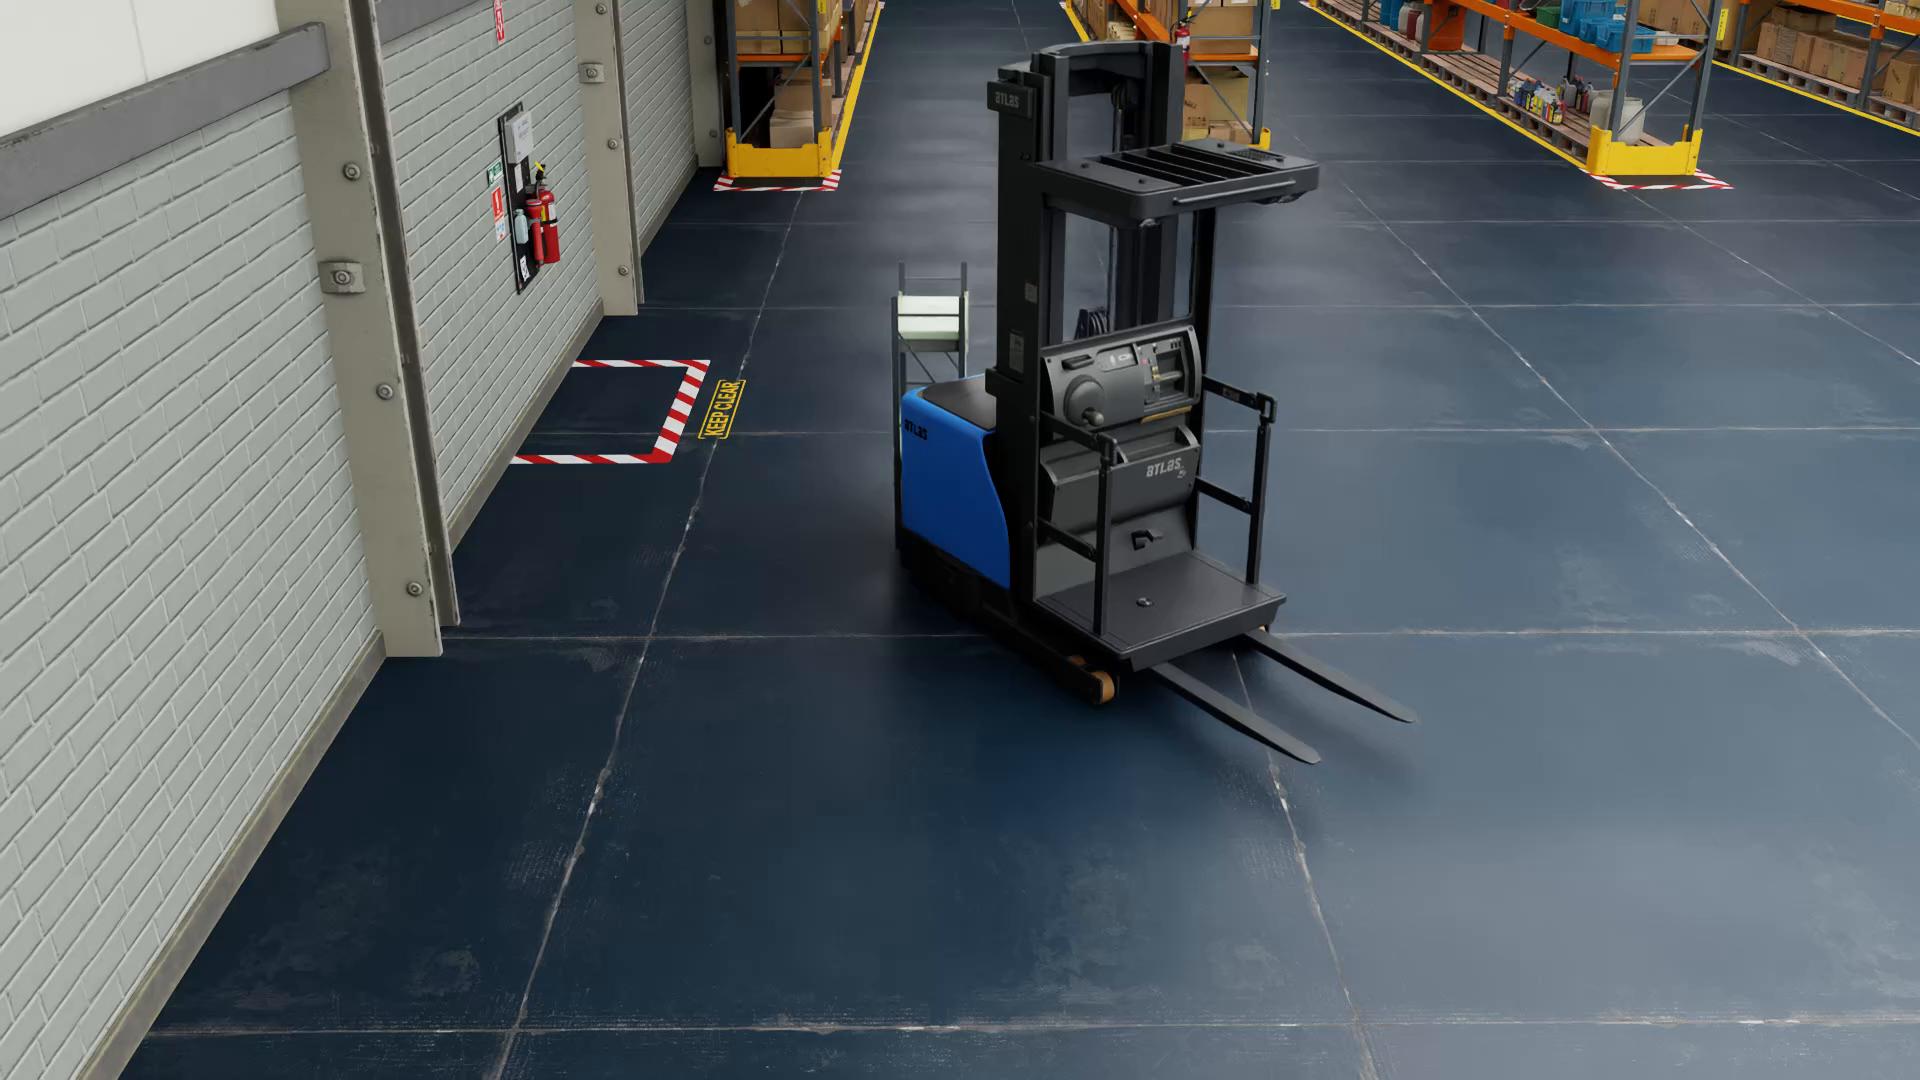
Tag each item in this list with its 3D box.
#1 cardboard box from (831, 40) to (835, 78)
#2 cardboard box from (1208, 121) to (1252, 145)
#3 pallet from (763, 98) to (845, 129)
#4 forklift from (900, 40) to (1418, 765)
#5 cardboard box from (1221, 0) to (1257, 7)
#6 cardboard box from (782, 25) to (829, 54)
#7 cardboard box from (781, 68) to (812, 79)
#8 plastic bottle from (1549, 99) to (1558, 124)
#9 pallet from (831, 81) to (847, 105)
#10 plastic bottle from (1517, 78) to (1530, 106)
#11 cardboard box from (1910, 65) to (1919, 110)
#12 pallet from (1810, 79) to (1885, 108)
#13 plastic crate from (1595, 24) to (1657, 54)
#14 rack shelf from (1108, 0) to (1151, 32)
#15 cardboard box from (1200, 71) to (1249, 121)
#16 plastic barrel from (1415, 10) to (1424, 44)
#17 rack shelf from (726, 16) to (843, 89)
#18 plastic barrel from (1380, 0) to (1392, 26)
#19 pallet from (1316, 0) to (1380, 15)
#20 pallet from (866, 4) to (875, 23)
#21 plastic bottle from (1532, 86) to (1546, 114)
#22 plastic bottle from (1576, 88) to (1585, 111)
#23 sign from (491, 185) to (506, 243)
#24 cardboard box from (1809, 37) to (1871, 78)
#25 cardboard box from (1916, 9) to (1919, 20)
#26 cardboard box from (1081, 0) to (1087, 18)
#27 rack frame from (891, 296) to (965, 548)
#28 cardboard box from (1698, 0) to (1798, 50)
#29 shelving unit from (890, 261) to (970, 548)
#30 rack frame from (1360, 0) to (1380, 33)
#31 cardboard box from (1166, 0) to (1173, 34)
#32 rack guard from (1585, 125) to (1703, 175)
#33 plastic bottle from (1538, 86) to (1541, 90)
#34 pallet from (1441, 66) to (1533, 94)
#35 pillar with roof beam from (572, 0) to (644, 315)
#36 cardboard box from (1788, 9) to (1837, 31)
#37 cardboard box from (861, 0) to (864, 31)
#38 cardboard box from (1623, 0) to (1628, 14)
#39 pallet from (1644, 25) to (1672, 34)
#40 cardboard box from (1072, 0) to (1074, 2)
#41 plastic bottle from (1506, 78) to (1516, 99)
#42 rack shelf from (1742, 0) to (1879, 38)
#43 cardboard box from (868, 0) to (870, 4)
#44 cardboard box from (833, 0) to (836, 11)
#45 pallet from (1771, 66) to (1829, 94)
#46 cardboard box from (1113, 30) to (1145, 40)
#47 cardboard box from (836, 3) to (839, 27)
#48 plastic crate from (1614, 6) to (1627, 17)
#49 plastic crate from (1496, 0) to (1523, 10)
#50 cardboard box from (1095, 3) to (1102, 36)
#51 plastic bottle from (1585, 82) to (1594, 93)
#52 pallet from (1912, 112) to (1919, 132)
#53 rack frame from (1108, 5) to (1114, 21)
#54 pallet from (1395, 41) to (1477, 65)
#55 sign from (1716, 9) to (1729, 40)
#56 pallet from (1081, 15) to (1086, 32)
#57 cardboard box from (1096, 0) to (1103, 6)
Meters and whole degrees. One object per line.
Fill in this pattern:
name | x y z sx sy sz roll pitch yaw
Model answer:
cardboard box | -2.144 -6.953 23.984 0.700 0.500 0.500 0 24 0
cardboard box | 3.115 -4.702 19.333 0.500 0.250 0.500 0 24 -1
pallet | -2.056 -5.618 21.917 1.003 0.211 1.213 0 24 -1
forklift | 0.918 -0.768 7.890 1.130 2.935 3.031 -16 29 -31
cardboard box | 3.110 -6.045 18.567 0.380 0.149 0.250 0 24 -1
cardboard box | -1.742 -5.661 18.784 0.500 0.250 0.500 -1 24 -2
cardboard box | -2.047 -5.800 21.433 0.500 0.500 0.500 -2 24 -5
plastic bottle | 7.374 -5.328 20.652 0.061 0.283 0.133 0 24 1
pallet | -2.108 -6.216 23.237 1.003 0.211 1.213 0 24 -1
plastic bottle | 7.402 -5.869 21.768 0.144 0.351 0.185 0 24 1
cardboard box | 12.739 -5.884 21.643 0.500 0.500 0.500 8 25 16
pallet | 12.751 -6.283 23.385 1.003 0.211 1.213 0 24 -1
plastic crate | 7.547 -5.699 18.891 0.499 0.251 0.616 0 24 -1
rack shelf | 2.833 -7.686 23.976 1.077 0.370 4.000 0 24 -1
cardboard box | 3.108 -5.249 19.634 0.500 0.500 0.500 0 24 -1
plastic barrel | 7.647 -8.350 27.081 0.421 0.512 0.421 0 24 0
rack shelf | -2.076 -6.014 20.279 1.077 0.370 4.000 0 24 -1
plastic barrel | 7.710 -9.518 29.191 0.600 0.901 0.708 0 24 -1
pallet | 7.647 -10.544 32.808 1.003 0.211 1.213 0 24 -1
pallet | -2.132 -10.009 31.625 1.003 0.211 1.213 0 24 -1
plastic bottle | 7.409 -5.616 21.208 0.144 0.351 0.185 0 24 -1
plastic bottle | 8.007 -5.686 21.444 0.061 0.283 0.133 0 24 -1
sign | -2.970 -2.099 10.708 0.001 0.329 0.234 0 24 -1
cardboard box | 12.783 -6.974 24.030 0.700 0.500 0.500 -2 24 -5
cardboard box | 12.495 -6.719 21.271 0.380 0.149 0.250 0 24 -1
cardboard box | 2.478 -9.781 30.236 0.500 0.500 0.500 0 24 -1
rack frame | -0.172 -0.638 9.341 0.400 1.500 0.023 0 24 1
cardboard box | 12.730 -8.388 26.726 1.225 0.875 0.875 -1 24 -3
shelving unit | -0.165 -0.789 9.675 0.431 1.500 0.755 0 24 1
rack frame | 7.721 -10.507 29.341 1.000 3.000 0.127 0 24 -1
cardboard box | 2.887 -6.417 20.177 0.700 0.500 0.500 0 24 1
rack guard | 7.804 -4.454 18.991 1.175 0.500 0.348 0 24 -1
plastic bottle | 7.524 -5.774 21.653 0.097 0.271 0.097 0 24 0
pallet | 7.745 -6.767 24.456 1.003 0.211 1.213 0 24 -1
pillar with roof beam | 1.443 -6.082 12.278 9.100 9.000 0.400 0 24 -1
cardboard box | 12.770 -7.789 24.922 0.500 0.250 0.500 2 24 5
cardboard box | -2.036 -9.040 28.198 0.750 0.750 0.750 0 24 1
cardboard box | 12.746 -10.024 30.343 0.875 0.875 0.875 0 24 -1
pallet | 12.757 -8.941 29.262 1.003 0.211 1.213 0 24 -1
cardboard box | 2.452 -10.650 32.461 0.500 0.250 0.500 0 24 -1
plastic bottle | 7.373 -6.034 22.229 0.097 0.271 0.097 0 24 0
rack shelf | 12.739 -7.729 24.072 1.077 0.370 4.000 0 24 -1
cardboard box | -2.116 -10.669 32.222 0.700 0.500 0.500 0 24 -1
cardboard box | -1.772 -6.627 20.011 0.500 0.500 0.500 0 24 1
pallet | 12.735 -6.787 24.499 1.003 0.211 1.213 0 24 -1
cardboard box | 2.541 -7.388 24.592 0.500 0.311 0.500 -1 24 -2
cardboard box | -1.772 -6.500 20.640 0.500 0.250 0.500 0 24 -1
plastic crate | 8.092 -6.688 21.077 0.499 0.251 0.616 0 24 -1
plastic crate | 7.497 -7.437 22.477 0.402 0.464 0.583 0 24 -1
cardboard box | 2.549 -8.713 27.874 0.500 0.500 0.500 -1 24 -3
plastic bottle | 8.109 -5.727 21.454 0.144 0.351 0.185 0 24 -1
pallet | 12.820 -5.181 20.950 1.003 0.211 1.213 0 24 -1
rack frame | 2.811 -8.838 25.650 1.000 3.000 0.127 0 24 -1
pallet | 7.714 -7.913 26.989 1.003 0.211 1.213 0 24 -1
sign | 8.402 -5.689 18.352 0.100 0.325 0.005 0 24 -1
pallet | 2.761 -9.498 30.495 1.003 0.211 1.213 0 24 -1
cardboard box | 2.546 -9.070 27.753 0.500 0.250 0.500 -1 24 -2
